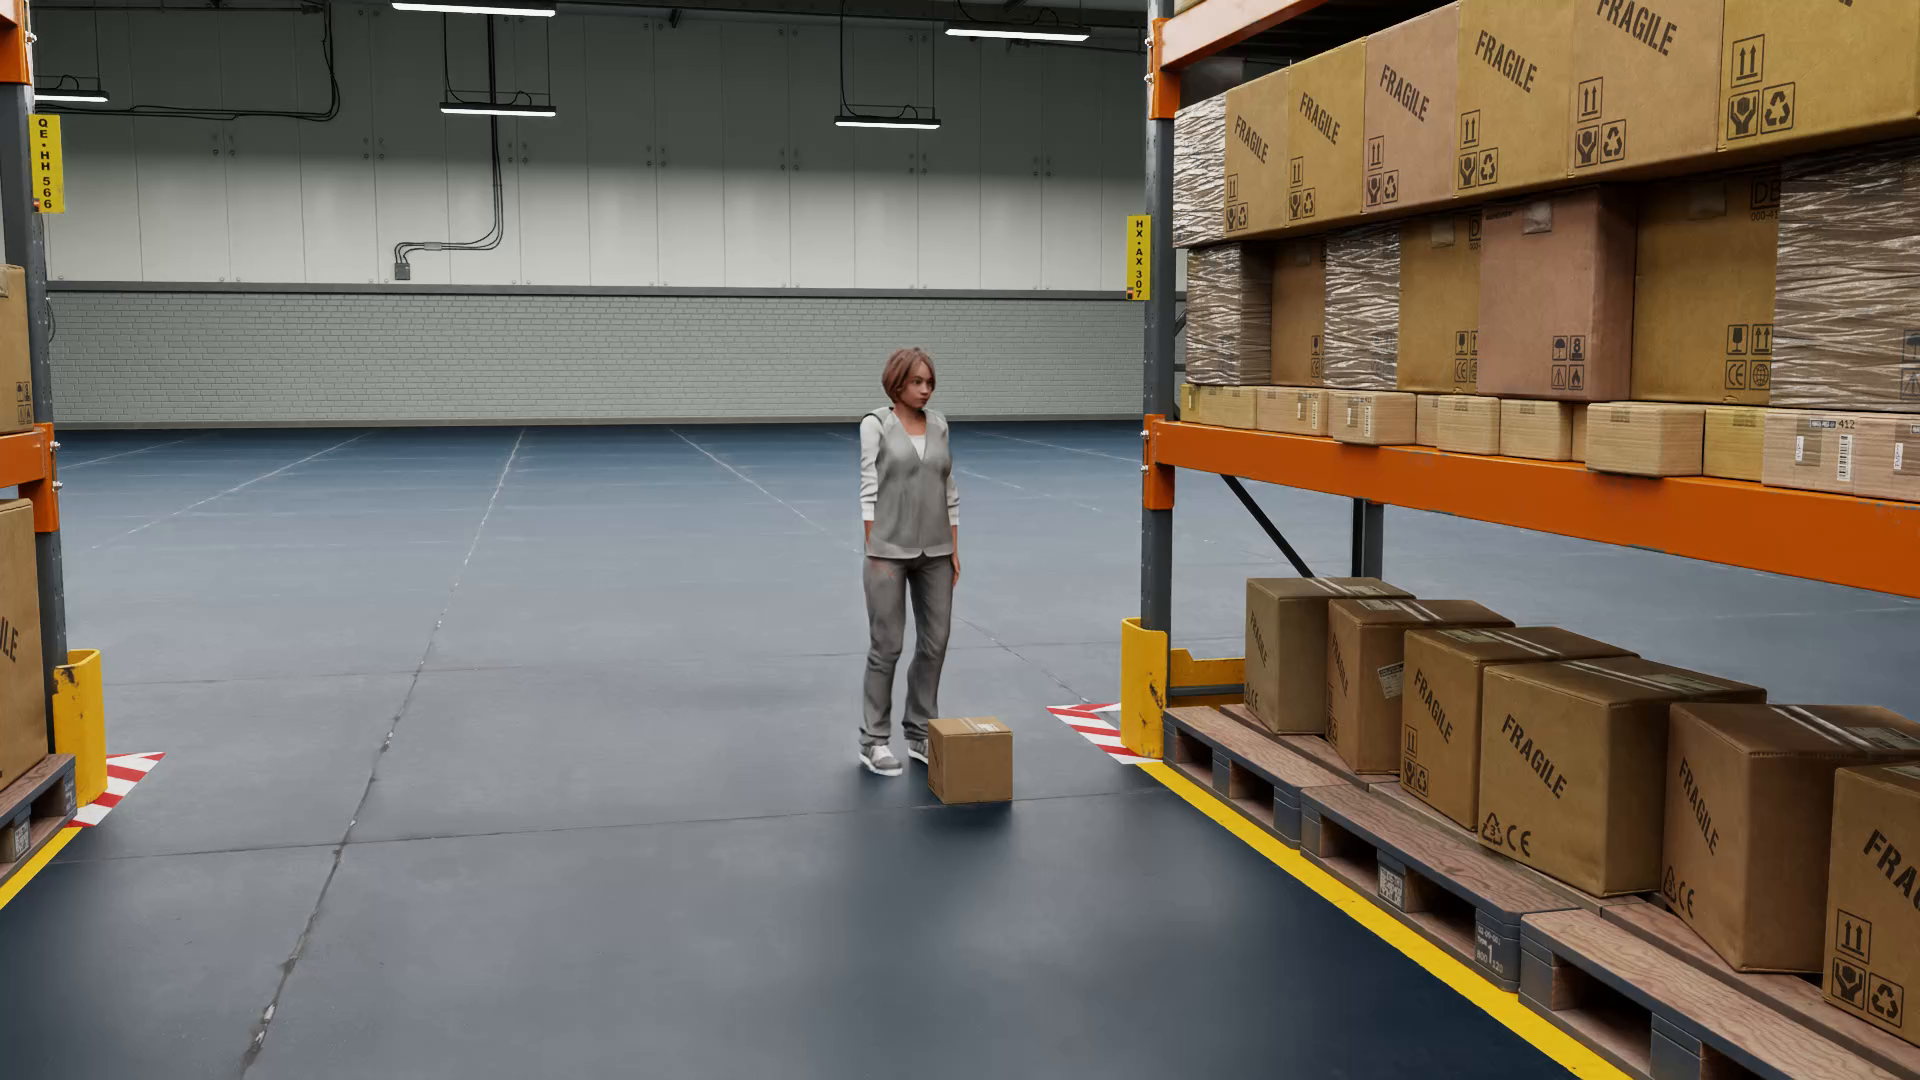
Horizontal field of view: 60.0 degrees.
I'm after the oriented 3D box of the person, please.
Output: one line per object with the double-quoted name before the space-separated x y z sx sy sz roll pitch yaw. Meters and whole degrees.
"person" -0.183 0.080 6.281 0.407 1.590 0.305 -3 7 -29
